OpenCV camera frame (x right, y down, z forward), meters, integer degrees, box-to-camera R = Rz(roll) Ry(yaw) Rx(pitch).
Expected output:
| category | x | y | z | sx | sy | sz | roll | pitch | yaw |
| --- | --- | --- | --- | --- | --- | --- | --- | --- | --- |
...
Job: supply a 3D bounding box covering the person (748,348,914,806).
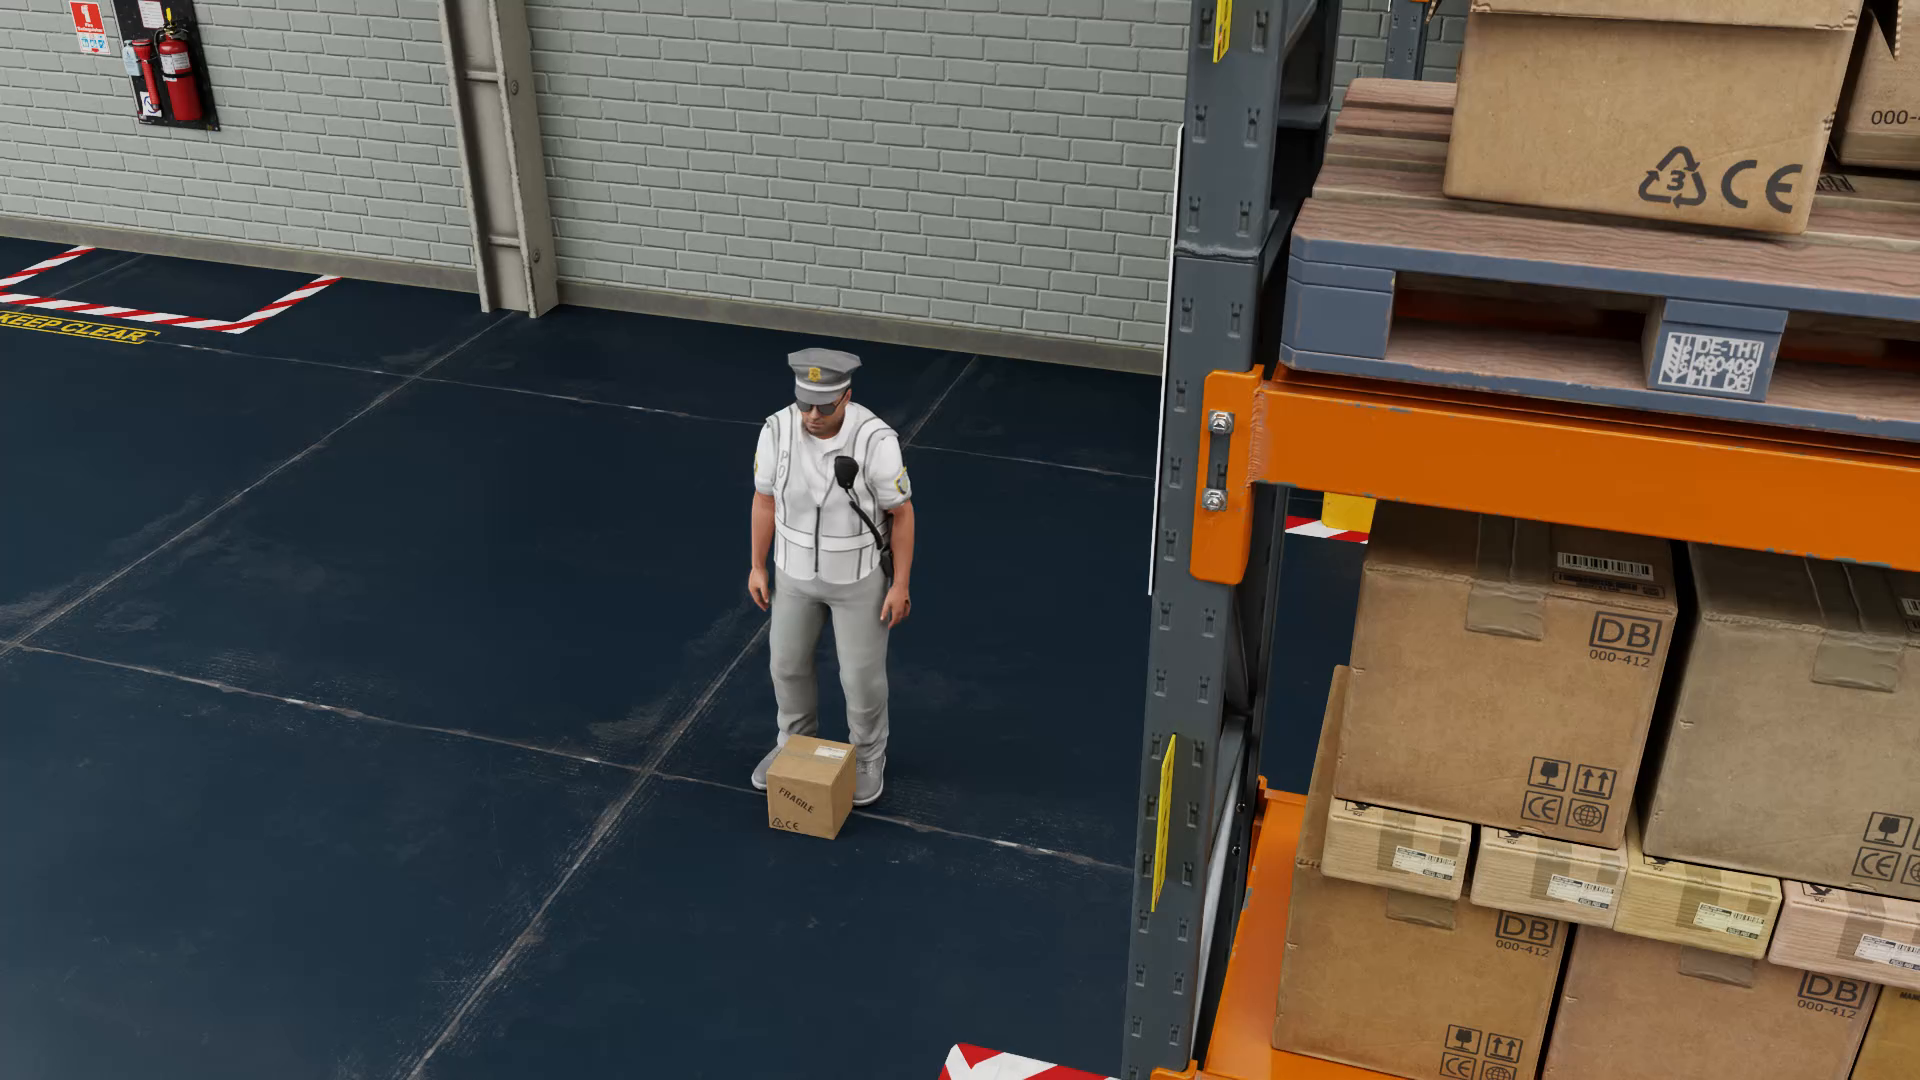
| category | x | y | z | sx | sy | sz | roll | pitch | yaw |
| --- | --- | --- | --- | --- | --- | --- | --- | --- | --- |
| person | -0.456 | 0.111 | 5.915 | 0.605 | 1.751 | 0.428 | 7 | 30 | 13 |
